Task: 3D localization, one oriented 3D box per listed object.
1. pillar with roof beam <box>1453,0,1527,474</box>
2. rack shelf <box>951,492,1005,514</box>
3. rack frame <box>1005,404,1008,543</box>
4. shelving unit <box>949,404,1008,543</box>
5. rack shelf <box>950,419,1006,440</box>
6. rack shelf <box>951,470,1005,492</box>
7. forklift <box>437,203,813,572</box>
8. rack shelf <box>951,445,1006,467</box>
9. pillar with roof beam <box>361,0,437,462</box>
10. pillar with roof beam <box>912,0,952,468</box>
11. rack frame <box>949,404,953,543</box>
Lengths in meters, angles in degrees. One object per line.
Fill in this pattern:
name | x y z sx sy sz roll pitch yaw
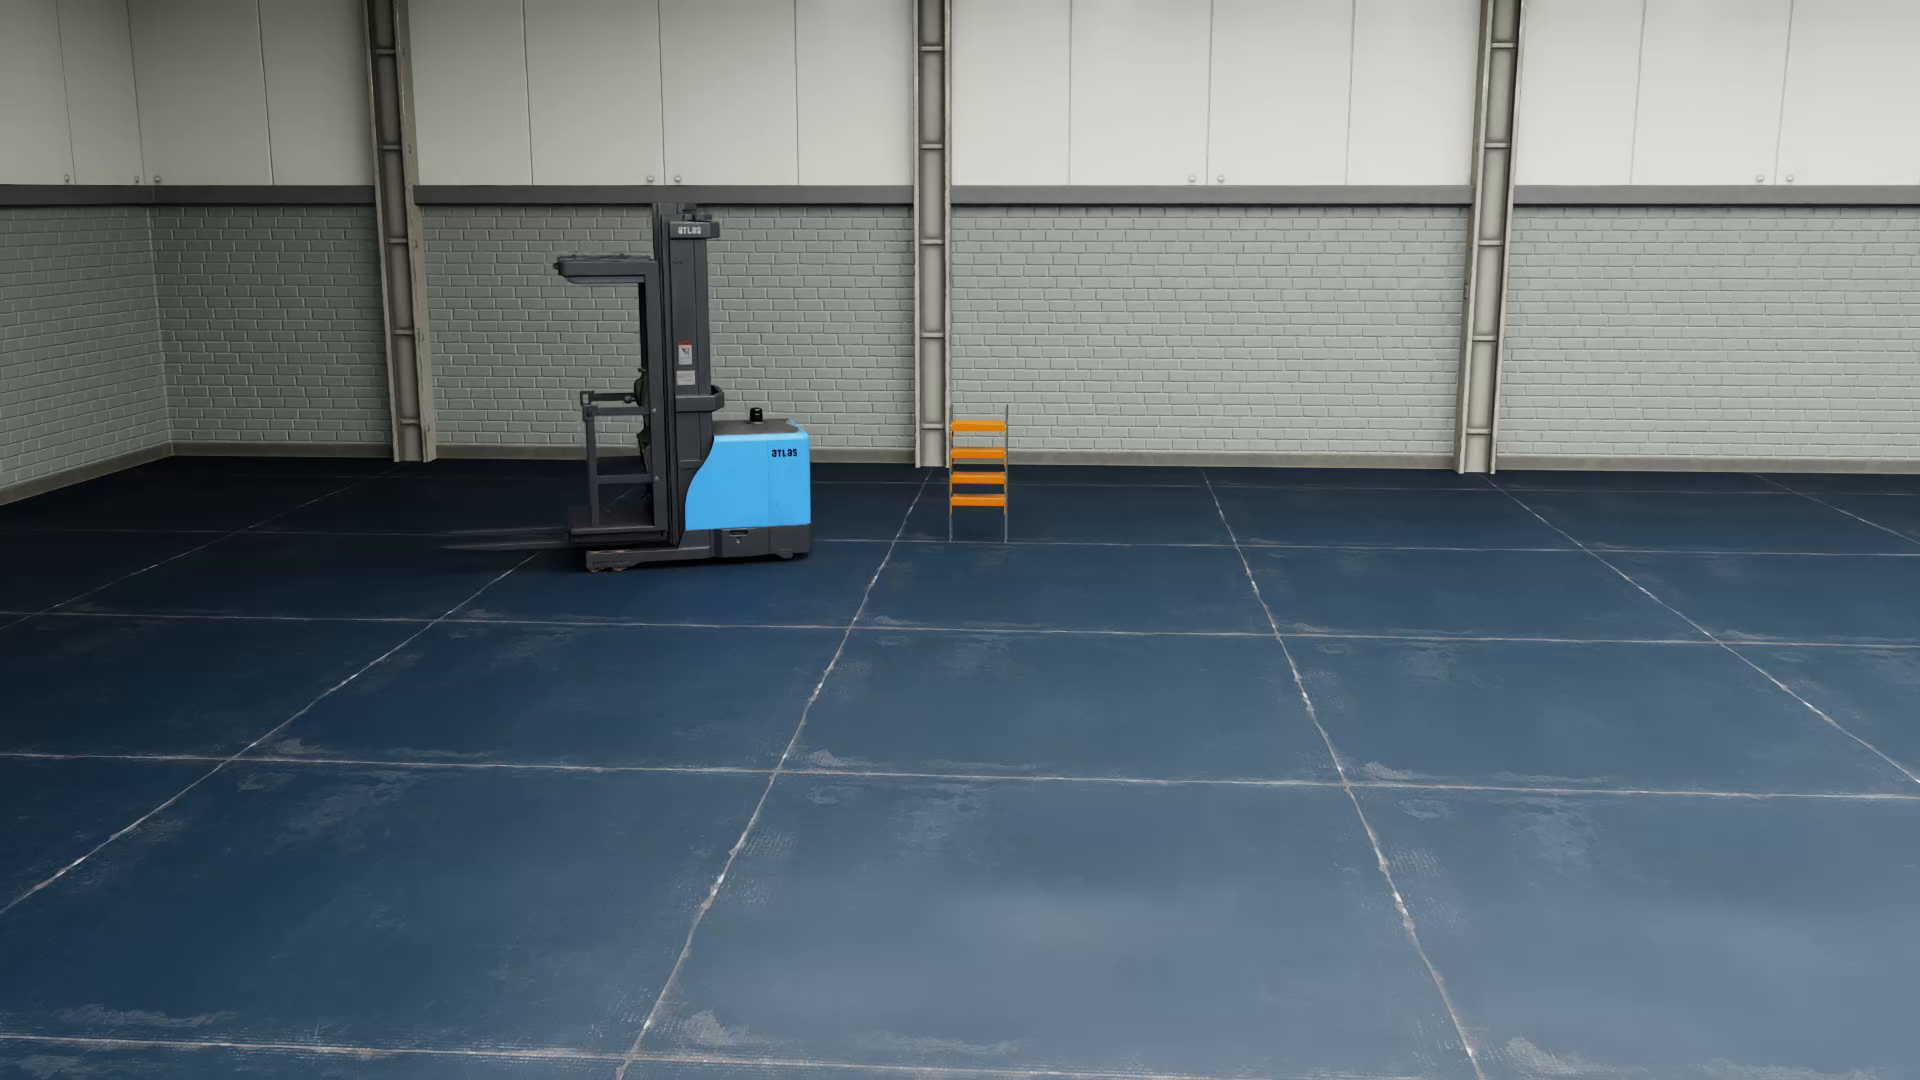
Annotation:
pillar with roof beam | 5.402 -4.288 13.288 0.400 9.000 9.100 1 12 4
rack shelf | 0.165 -0.325 14.689 0.480 0.148 0.258 1 12 4
rack frame | 0.409 -0.582 14.618 0.015 1.200 0.240 1 12 4
shelving unit | 0.165 -0.585 14.634 0.503 1.200 0.258 1 12 4
rack shelf | 0.165 -0.970 14.554 0.480 0.148 0.258 1 12 4
rack shelf | 0.165 -0.519 14.648 0.480 0.148 0.258 1 12 4
forklift | -2.814 -1.293 13.792 3.031 2.935 1.130 -3 12 -13
rack shelf | 0.165 -0.738 14.602 0.480 0.148 0.258 1 12 4
pillar with roof beam | -6.572 -4.452 14.073 0.400 9.000 9.100 1 12 4
pillar with roof beam | -0.585 -4.370 13.681 0.400 9.000 9.100 1 12 4
rack frame | -0.078 -0.588 14.650 0.015 1.200 0.240 1 12 4
